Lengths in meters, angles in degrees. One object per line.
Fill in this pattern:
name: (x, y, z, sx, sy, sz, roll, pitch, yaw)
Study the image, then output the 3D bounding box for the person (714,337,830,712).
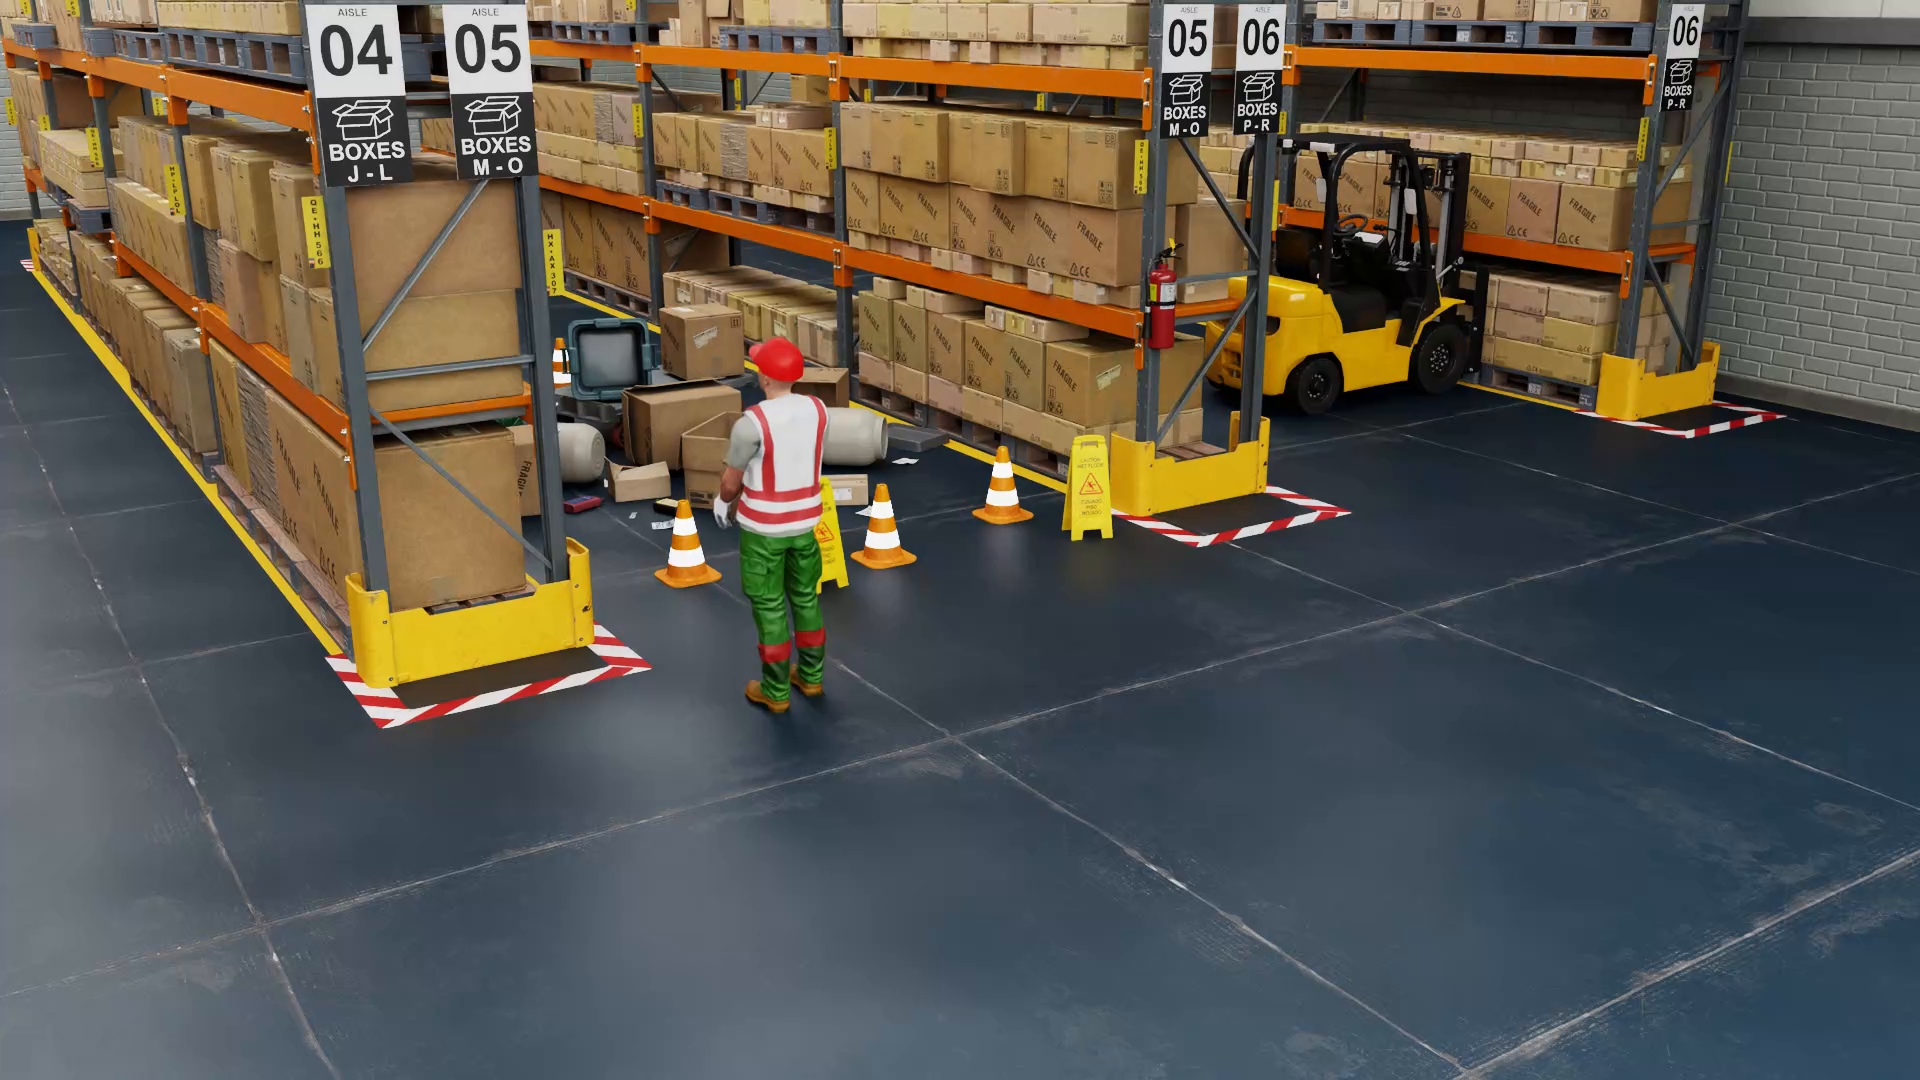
person: (-0.882, -0.088, 7.779, 0.536, 1.793, 0.538, -14, 22, -36)
